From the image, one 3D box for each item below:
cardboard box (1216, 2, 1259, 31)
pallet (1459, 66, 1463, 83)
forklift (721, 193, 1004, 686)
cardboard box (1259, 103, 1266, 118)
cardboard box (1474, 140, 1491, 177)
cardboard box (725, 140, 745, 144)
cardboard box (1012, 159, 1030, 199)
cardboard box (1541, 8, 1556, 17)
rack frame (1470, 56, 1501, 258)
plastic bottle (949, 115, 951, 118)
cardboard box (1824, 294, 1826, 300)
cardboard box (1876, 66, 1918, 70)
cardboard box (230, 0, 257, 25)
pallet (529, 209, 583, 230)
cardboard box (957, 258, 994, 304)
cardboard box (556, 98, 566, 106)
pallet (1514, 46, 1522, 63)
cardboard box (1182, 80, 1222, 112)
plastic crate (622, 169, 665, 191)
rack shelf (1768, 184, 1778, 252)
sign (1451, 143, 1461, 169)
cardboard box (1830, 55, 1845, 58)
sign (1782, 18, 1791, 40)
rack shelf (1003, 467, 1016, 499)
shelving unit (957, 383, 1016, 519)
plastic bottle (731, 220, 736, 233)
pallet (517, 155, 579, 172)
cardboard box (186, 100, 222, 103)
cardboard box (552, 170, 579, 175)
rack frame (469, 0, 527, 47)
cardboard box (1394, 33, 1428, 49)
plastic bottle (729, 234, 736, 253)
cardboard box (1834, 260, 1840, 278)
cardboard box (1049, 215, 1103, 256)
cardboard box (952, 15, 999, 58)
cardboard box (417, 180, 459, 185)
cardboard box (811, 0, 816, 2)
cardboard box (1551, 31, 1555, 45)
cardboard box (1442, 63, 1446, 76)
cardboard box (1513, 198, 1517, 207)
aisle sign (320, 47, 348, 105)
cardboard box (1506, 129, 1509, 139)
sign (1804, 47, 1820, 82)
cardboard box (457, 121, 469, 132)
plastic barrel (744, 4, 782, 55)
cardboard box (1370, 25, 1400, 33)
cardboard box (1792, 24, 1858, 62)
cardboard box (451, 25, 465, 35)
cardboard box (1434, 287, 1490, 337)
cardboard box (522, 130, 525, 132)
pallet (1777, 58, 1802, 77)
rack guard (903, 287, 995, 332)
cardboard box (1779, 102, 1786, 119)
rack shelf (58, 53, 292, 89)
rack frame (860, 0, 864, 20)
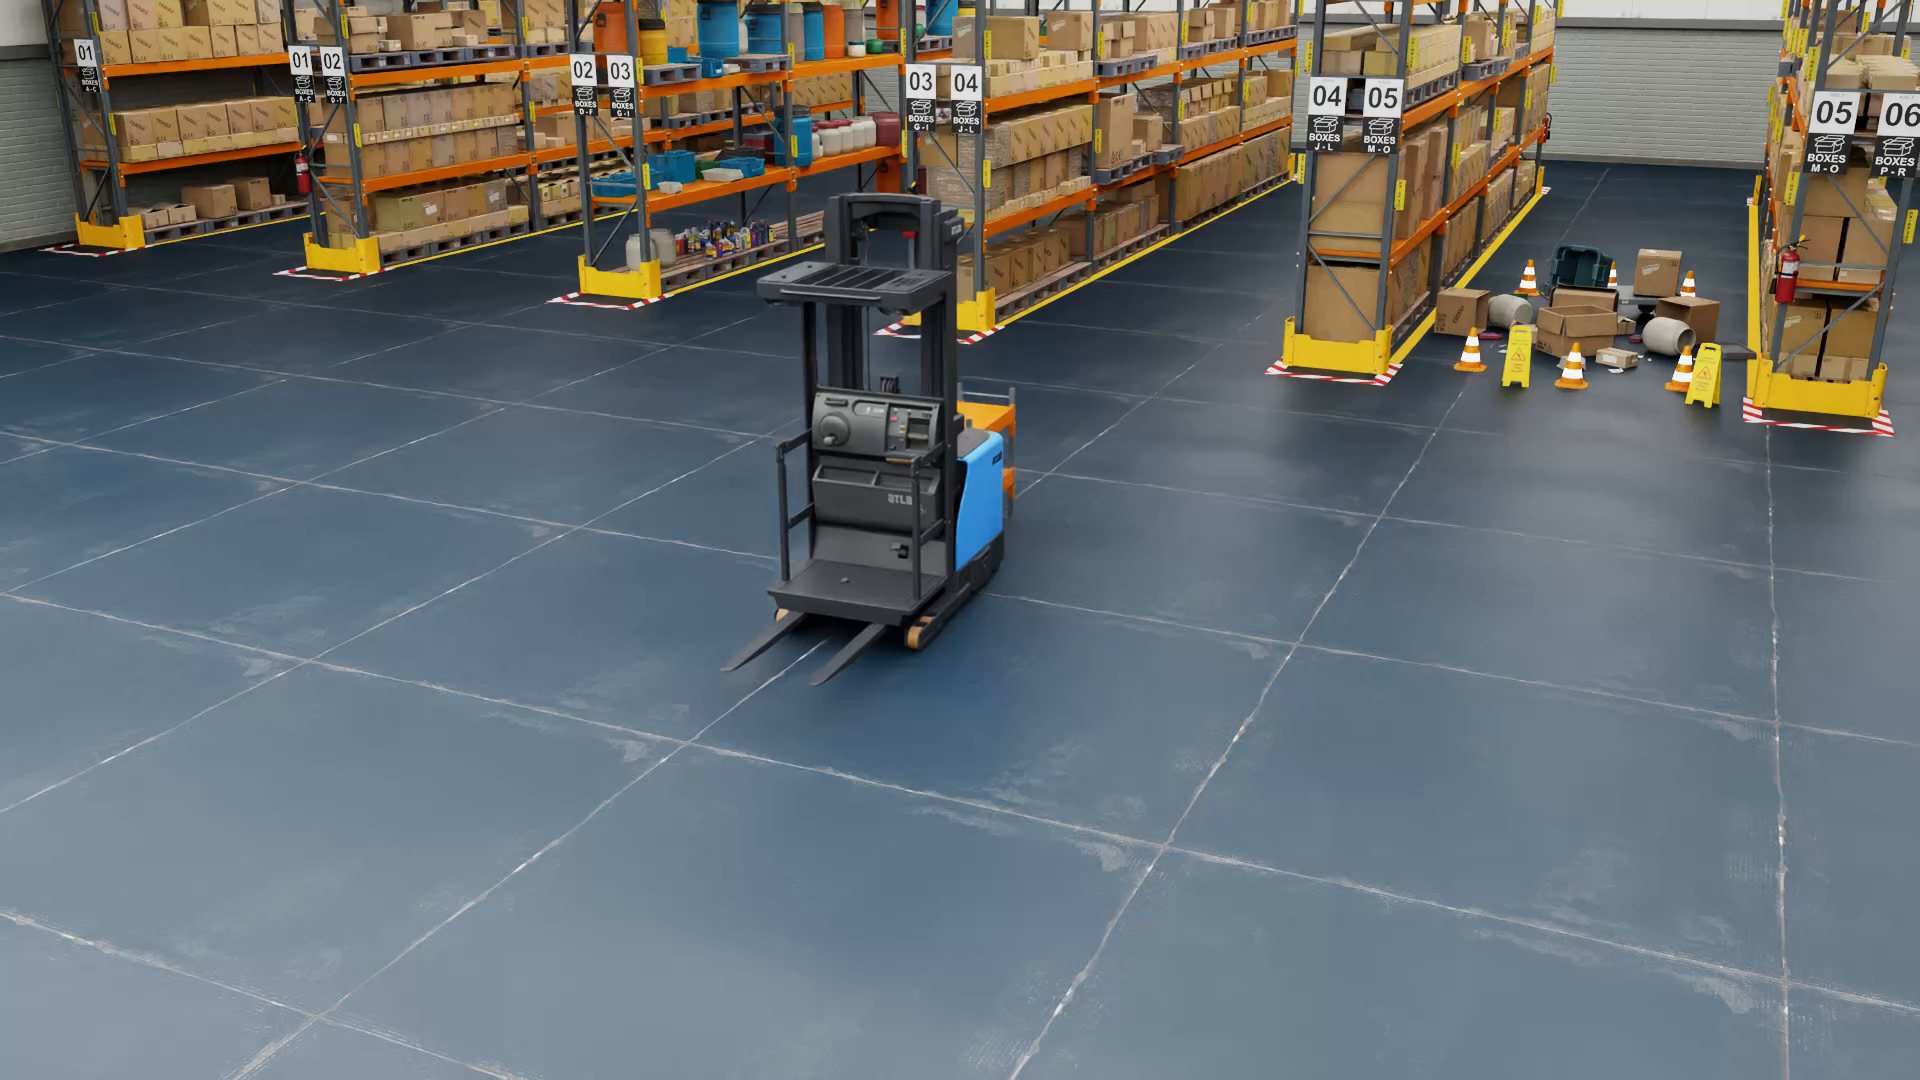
[{"bbox_3d":[5.230,-9.905,31.443,0.700,0.500,0.500,10,22,25],"label":"cardboard box"},{"bbox_3d":[6.279,-6.242,22.352,0.805,0.209,1.217,8,21,21],"label":"pallet"},{"bbox_3d":[-0.659,-0.785,11.301,1.130,2.935,3.031,7,21,20],"label":"forklift"},{"bbox_3d":[5.587,-8.276,32.044,0.500,0.250,0.500,9,22,24],"label":"cardboard box"},{"bbox_3d":[7.647,-5.727,24.947,0.500,0.500,0.500,9,21,23],"label":"cardboard box"},{"bbox_3d":[-4.716,-8.064,34.742,0.500,0.500,0.500,8,21,20],"label":"cardboard box"},{"bbox_3d":[0.416,-4.788,21.863,0.875,0.500,0.500,9,21,23],"label":"cardboard box"},{"bbox_3d":[10.994,-9.924,31.304,0.380,0.149,0.250,8,21,22],"label":"cardboard box"},{"bbox_3d":[7.586,-5.854,25.454,1.000,3.000,0.127,9,21,23],"label":"rack frame"},{"bbox_3d":[-0.151,-7.867,31.299,0.152,0.276,0.135,9,21,23],"label":"plastic bottle"},{"bbox_3d":[9.882,-2.545,18.506,0.500,0.500,0.500,9,21,24],"label":"cardboard box"},{"bbox_3d":[9.813,-4.883,17.431,0.380,0.149,0.250,9,22,24],"label":"cardboard box"},{"bbox_3d":[-12.266,-8.963,28.047,0.500,0.500,0.500,10,22,26],"label":"cardboard box"},{"bbox_3d":[-7.305,-5.620,28.957,1.003,0.211,1.213,9,21,23],"label":"pallet"},{"bbox_3d":[0.098,-3.329,21.457,0.500,0.500,0.500,13,23,33],"label":"cardboard box"},{"bbox_3d":[-8.778,-9.496,36.039,0.380,0.149,0.250,9,21,24],"label":"cardboard box"},{"bbox_3d":[8.452,-7.910,27.039,1.213,0.211,1.003,9,21,23],"label":"pallet"},{"bbox_3d":[4.195,-7.904,29.571,0.797,0.503,0.637,9,21,23],"label":"cardboard box"},{"bbox_3d":[-4.489,-5.122,23.616,0.499,0.251,0.408,9,21,23],"label":"plastic crate"},{"bbox_3d":[11.325,-4.256,22.033,1.077,0.370,4.000,9,21,23],"label":"rack shelf"},{"bbox_3d":[6.455,-5.001,21.645,0.100,0.325,0.005,9,21,23],"label":"sign"},{"bbox_3d":[9.999,-5.519,19.219,0.380,0.149,0.250,9,22,24],"label":"cardboard box"},{"bbox_3d":[13.275,-8.199,26.680,0.100,0.325,0.005,9,21,23],"label":"sign"},{"bbox_3d":[0.035,-0.351,13.508,0.538,0.278,1.000,7,21,20],"label":"rack shelf"},{"bbox_3d":[0.035,-0.582,13.426,0.538,1.125,1.048,7,21,20],"label":"shelving unit"},{"bbox_3d":[-3.585,-4.907,26.206,0.097,0.271,0.097,0,20,0],"label":"plastic bottle"},{"bbox_3d":[-9.064,-8.268,36.401,1.003,0.211,1.213,9,21,23],"label":"pallet"},{"bbox_3d":[-12.900,-7.250,28.453,0.500,0.500,0.500,9,22,24],"label":"cardboard box"},{"bbox_3d":[-7.044,-6.499,29.905,0.500,0.311,0.500,8,21,22],"label":"cardboard box"},{"bbox_3d":[-7.572,-9.530,26.837,1.000,3.000,0.127,9,21,23],"label":"rack frame"},{"bbox_3d":[5.049,-5.615,18.713,0.380,0.149,0.250,9,21,23],"label":"cardboard box"},{"bbox_3d":[-3.401,-4.431,24.866,0.097,0.271,0.097,0,20,0],"label":"plastic bottle"},{"bbox_3d":[9.286,-2.797,17.232,0.380,0.149,0.250,9,21,24],"label":"cardboard box"},{"bbox_3d":[1.736,-4.557,24.881,0.700,0.500,0.500,7,21,19],"label":"cardboard box"},{"bbox_3d":[0.230,-6.465,21.355,0.500,0.500,0.500,9,21,23],"label":"cardboard box"},{"bbox_3d":[-8.456,-5.555,26.969,0.500,0.500,0.500,9,21,23],"label":"cardboard box"},{"bbox_3d":[-3.532,-11.695,35.760,0.700,0.500,0.500,9,21,23],"label":"cardboard box"},{"bbox_3d":[10.917,-9.467,31.360,0.500,0.250,0.500,8,21,22],"label":"cardboard box"},{"bbox_3d":[5.675,-5.706,20.159,0.380,0.149,0.250,9,21,24],"label":"cardboard box"},{"bbox_3d":[9.666,-5.999,29.489,0.380,0.149,0.250,8,21,20],"label":"cardboard box"},{"bbox_3d":[-8.957,-6.644,23.793,0.394,0.787,0.004,9,21,23],"label":"aisle sign"},{"bbox_3d":[9.032,-6.853,28.010,0.380,0.149,0.250,8,21,23],"label":"cardboard box"},{"bbox_3d":[8.369,-4.673,16.335,0.100,0.325,0.005,9,21,23],"label":"sign"},{"bbox_3d":[-8.009,-6.556,26.309,0.380,0.149,0.250,9,22,24],"label":"cardboard box"},{"bbox_3d":[-3.044,-7.857,25.862,0.600,0.901,0.708,9,21,23],"label":"plastic barrel"},{"bbox_3d":[5.282,-6.327,20.716,0.380,0.149,0.250,8,21,22],"label":"cardboard box"},{"bbox_3d":[12.160,-7.002,23.423,0.797,0.503,0.637,7,21,19],"label":"cardboard box"},{"bbox_3d":[-8.240,-8.056,26.465,0.500,0.311,0.500,7,21,20],"label":"cardboard box"},{"bbox_3d":[6.249,-2.840,20.704,0.500,0.500,0.500,13,23,32],"label":"cardboard box"},{"bbox_3d":[-7.379,-6.934,28.691,0.396,0.266,0.258,8,21,21],"label":"cardboard box"},{"bbox_3d":[12.359,-6.735,23.734,1.213,0.211,1.003,10,22,25],"label":"pallet"},{"bbox_3d":[-0.142,-2.966,21.062,1.175,0.500,0.348,9,21,23],"label":"rack guard"},{"bbox_3d":[12.742,-6.381,25.293,0.500,0.500,0.500,8,21,22],"label":"cardboard box"},{"bbox_3d":[-12.911,-7.845,27.649,1.077,0.370,4.000,9,21,23],"label":"rack shelf"},{"bbox_3d":[-2.658,-13.198,37.151,1.000,3.000,0.127,9,21,23],"label":"rack frame"}]
